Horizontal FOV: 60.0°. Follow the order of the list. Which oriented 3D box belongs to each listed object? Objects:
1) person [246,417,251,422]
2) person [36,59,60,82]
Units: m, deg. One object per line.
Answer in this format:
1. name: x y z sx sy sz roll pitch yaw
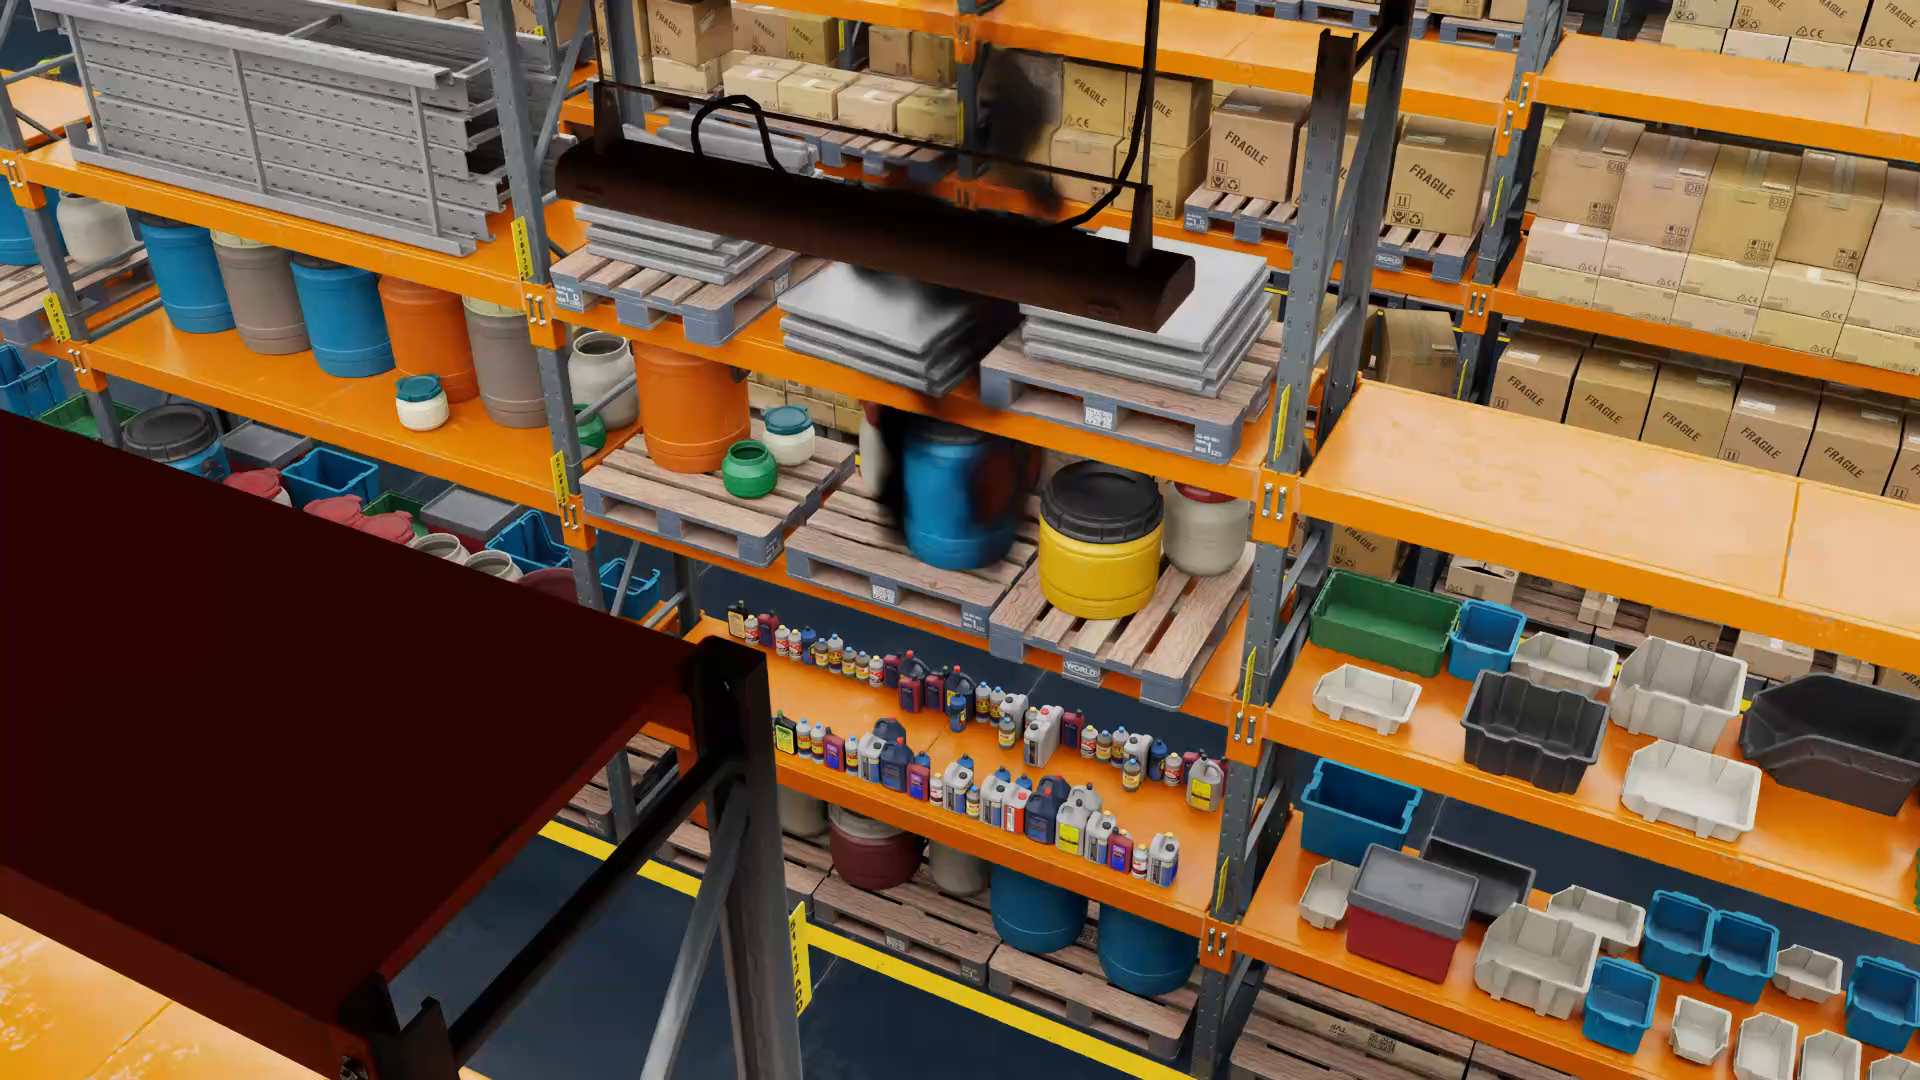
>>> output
1. person: -5.829 -1.179 14.026 0.812 1.755 0.690 12 37 16
2. person: -10.157 -4.632 18.987 1.111 1.758 0.669 -28 43 -33
